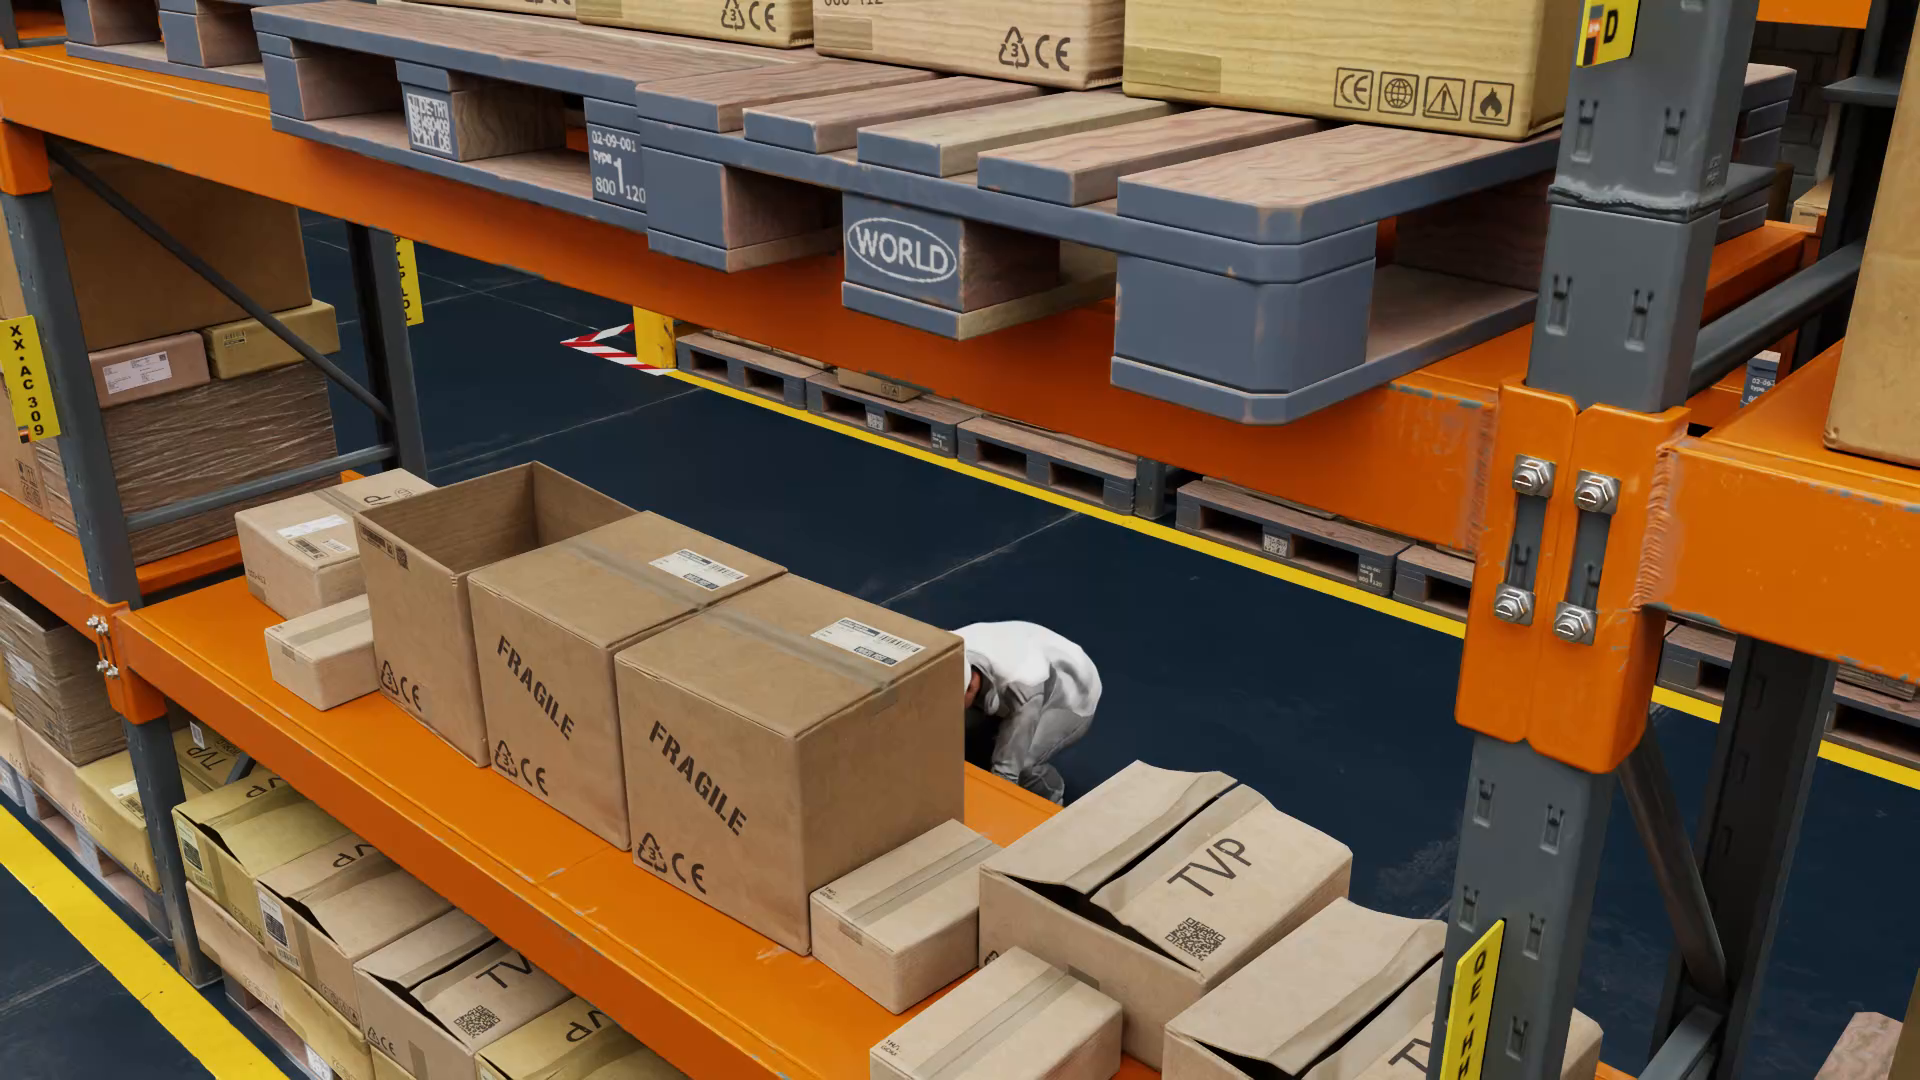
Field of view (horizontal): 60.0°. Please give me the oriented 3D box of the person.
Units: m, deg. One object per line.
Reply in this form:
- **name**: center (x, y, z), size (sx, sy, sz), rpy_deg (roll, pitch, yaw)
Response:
- **person**: center (0.113, 0.633, 5.810), size (0.529, 0.870, 0.925), rpy_deg (20, 31, 38)
